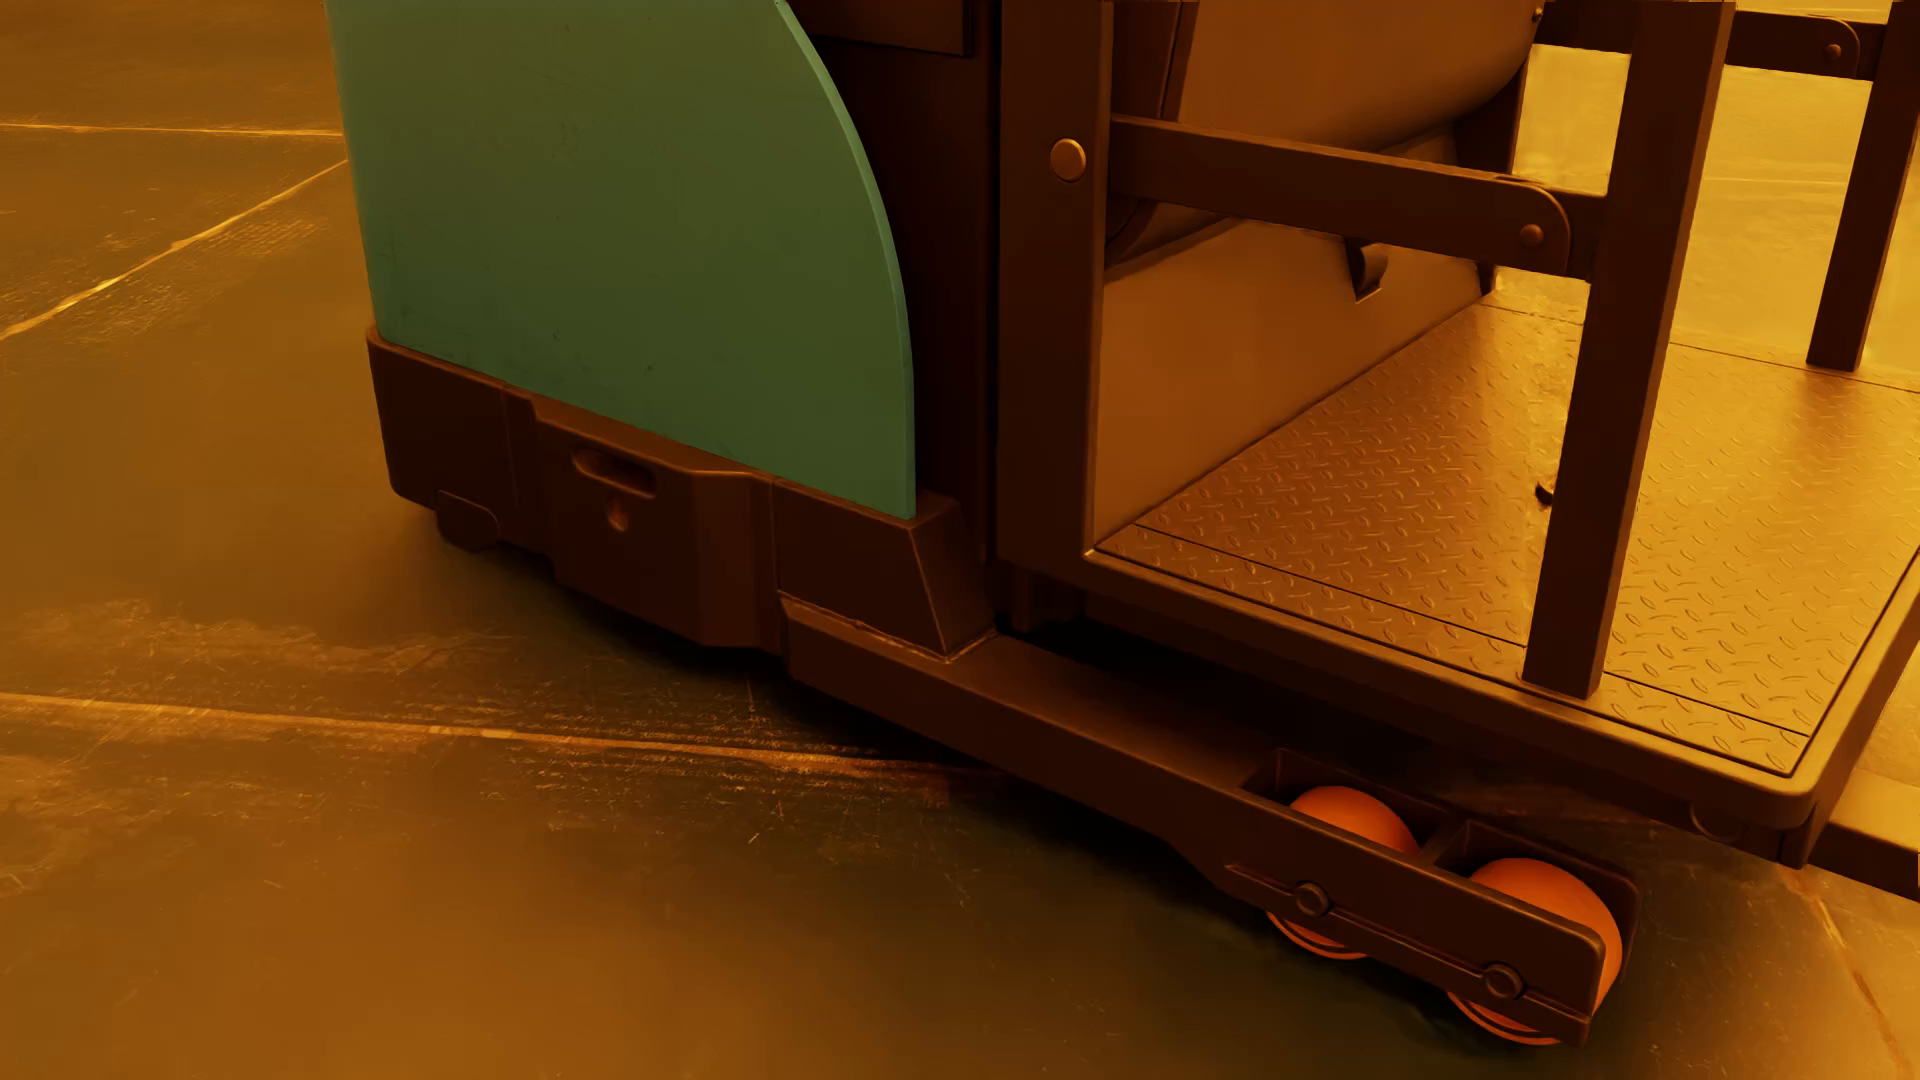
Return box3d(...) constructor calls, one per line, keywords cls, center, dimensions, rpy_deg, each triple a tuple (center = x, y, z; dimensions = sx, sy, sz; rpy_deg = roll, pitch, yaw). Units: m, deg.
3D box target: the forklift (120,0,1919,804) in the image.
box3d(cls="forklift", center=(0.604, -1.268, 1.758), dimensions=(3.031, 2.935, 1.130), rpy_deg=(4, 27, 9))
